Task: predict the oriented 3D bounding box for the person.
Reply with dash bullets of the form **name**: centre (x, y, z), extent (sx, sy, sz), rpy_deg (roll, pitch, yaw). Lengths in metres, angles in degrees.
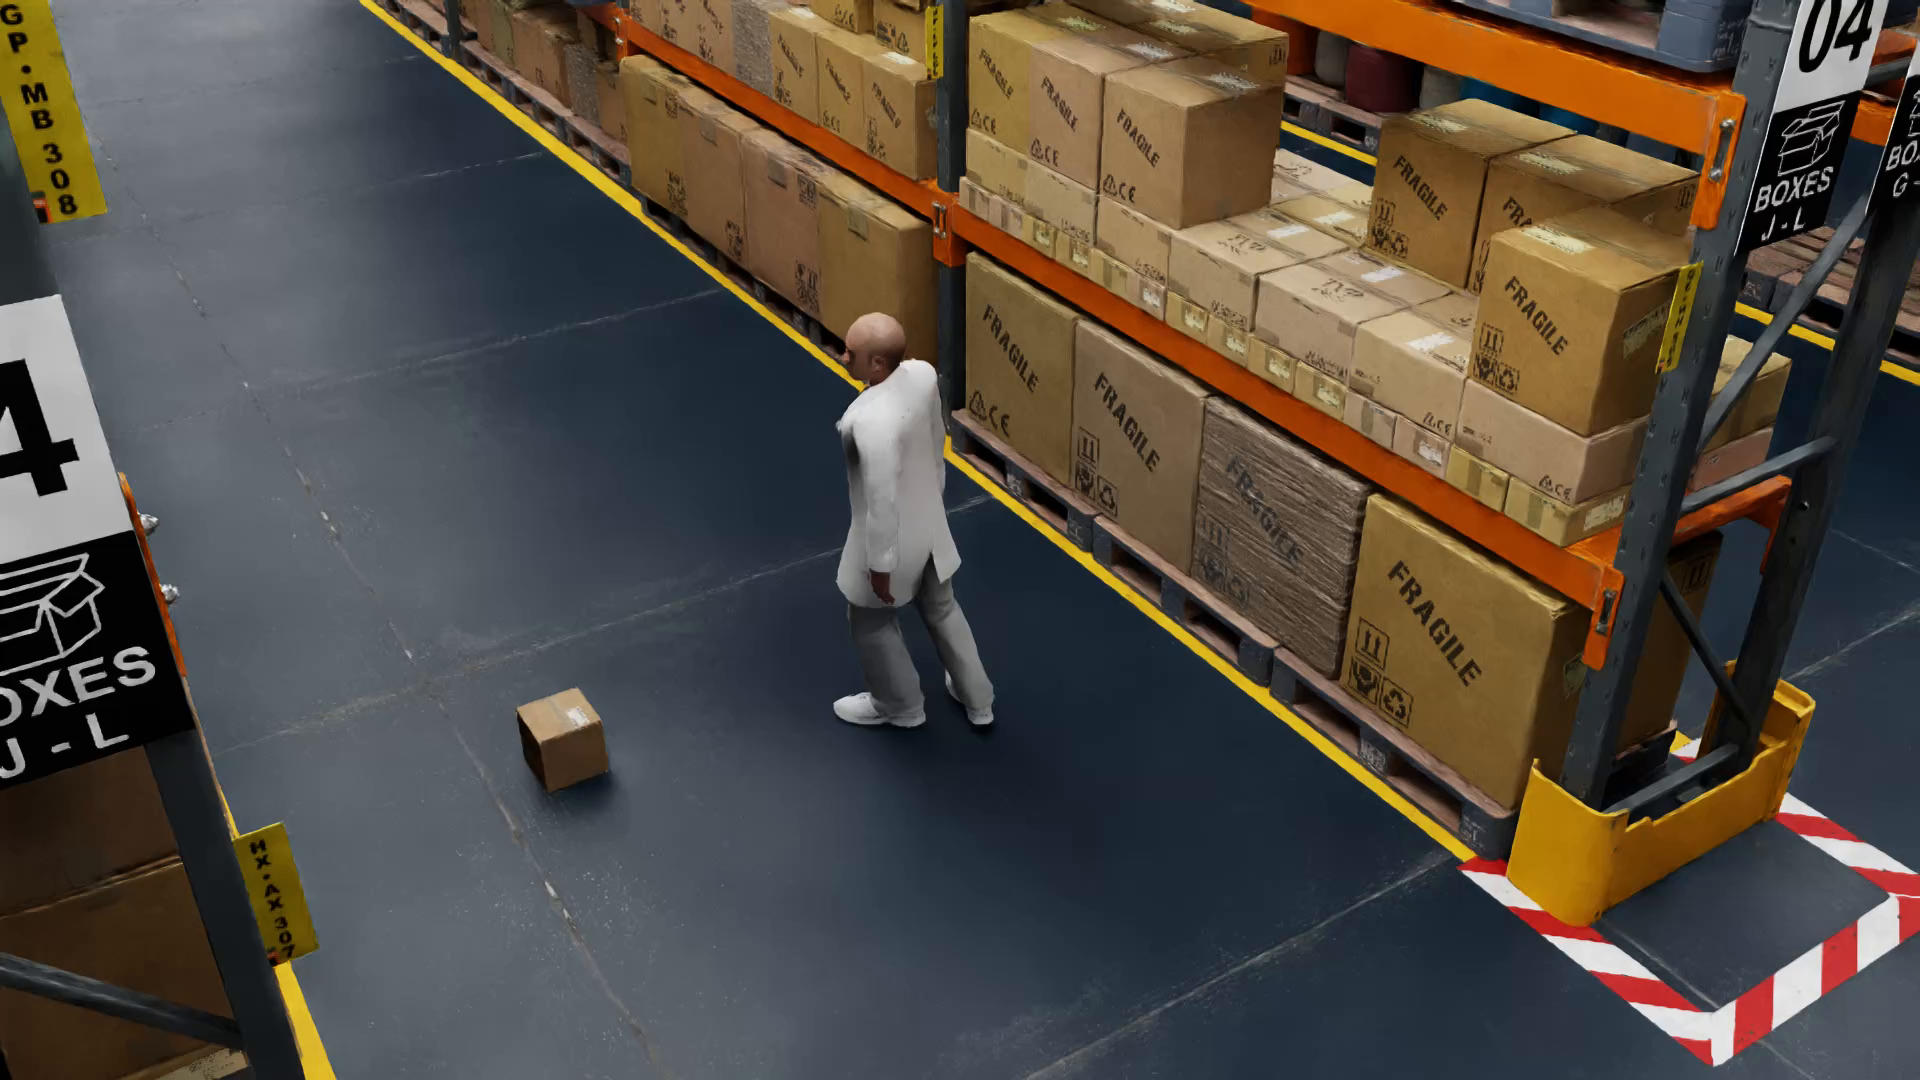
- **person**: centre (-0.179, -0.032, 6.204), extent (0.627, 1.768, 0.612), rpy_deg (14, 35, 21)
